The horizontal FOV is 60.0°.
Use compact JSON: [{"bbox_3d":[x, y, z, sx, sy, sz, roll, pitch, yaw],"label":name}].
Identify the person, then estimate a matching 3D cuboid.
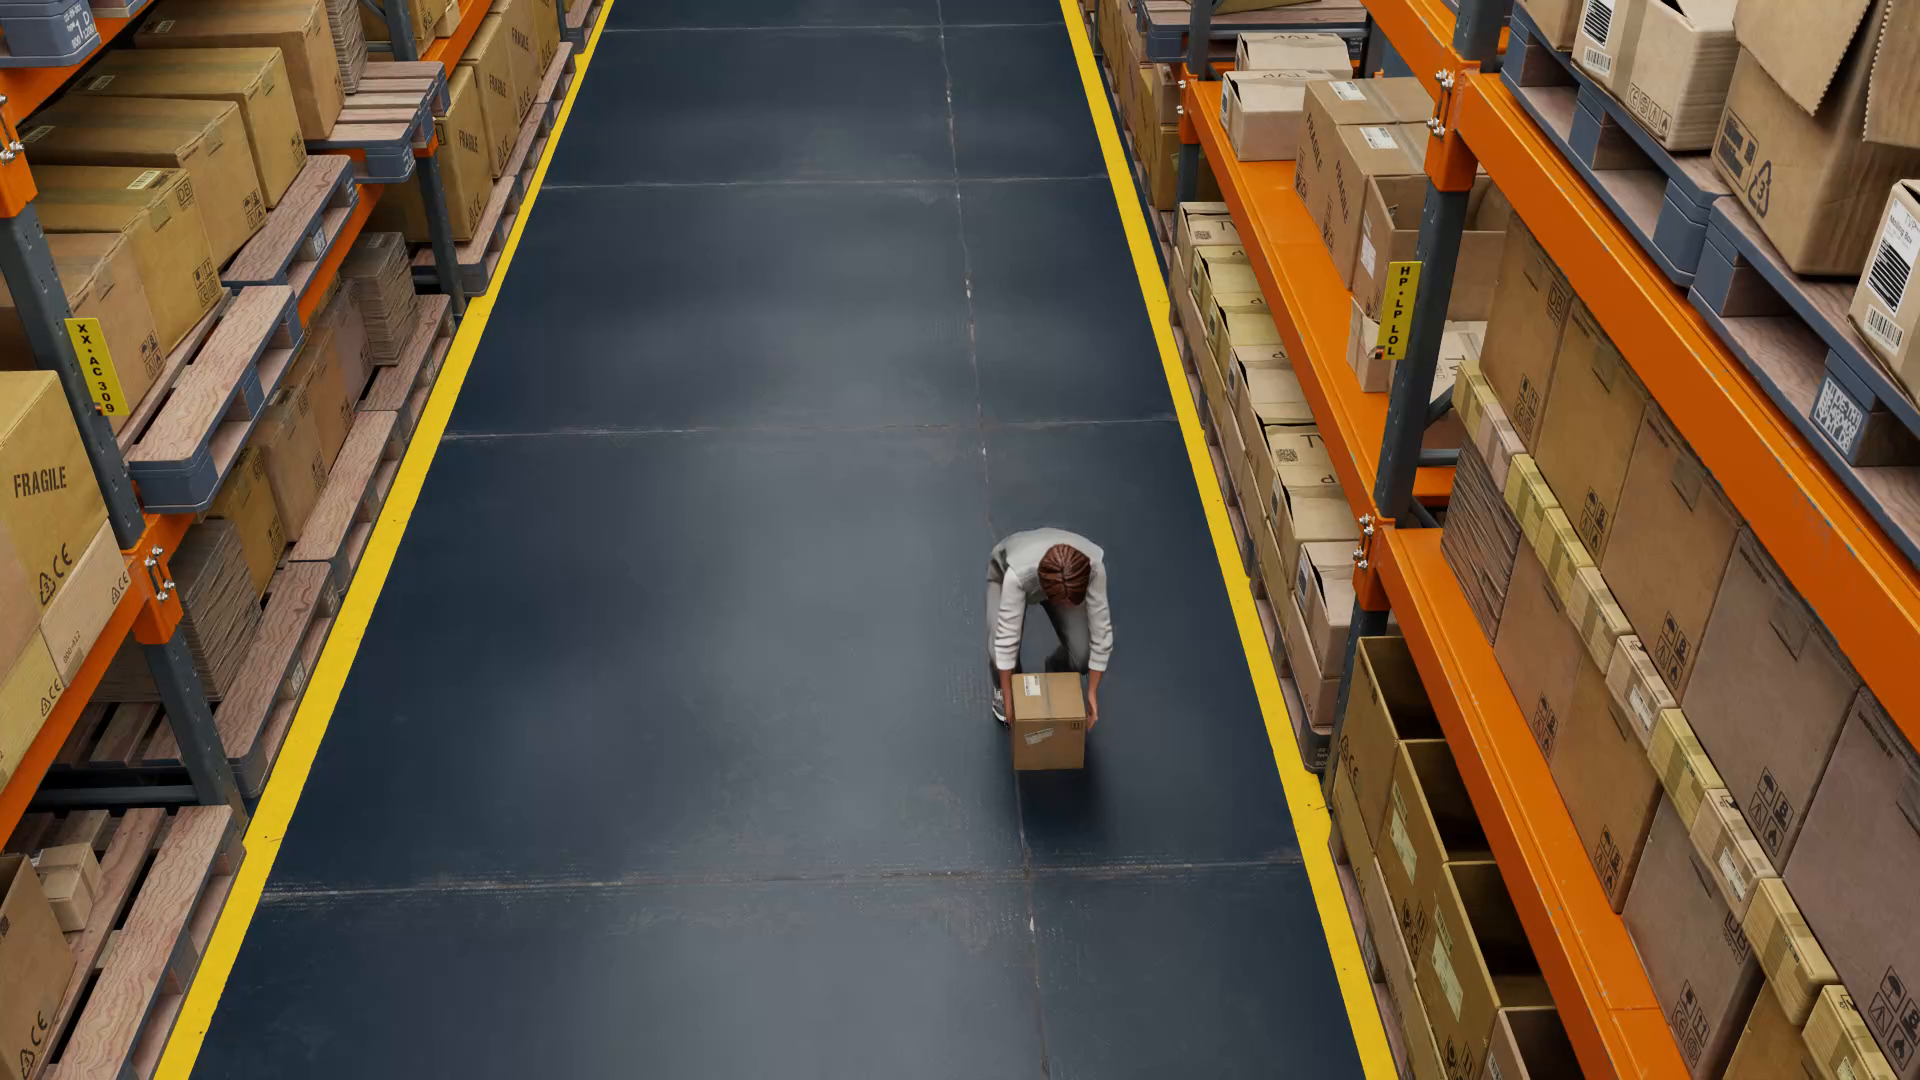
[{"bbox_3d":[0.323,0.294,6.274,0.453,0.984,0.765,-2,36,-3],"label":"person"}]
